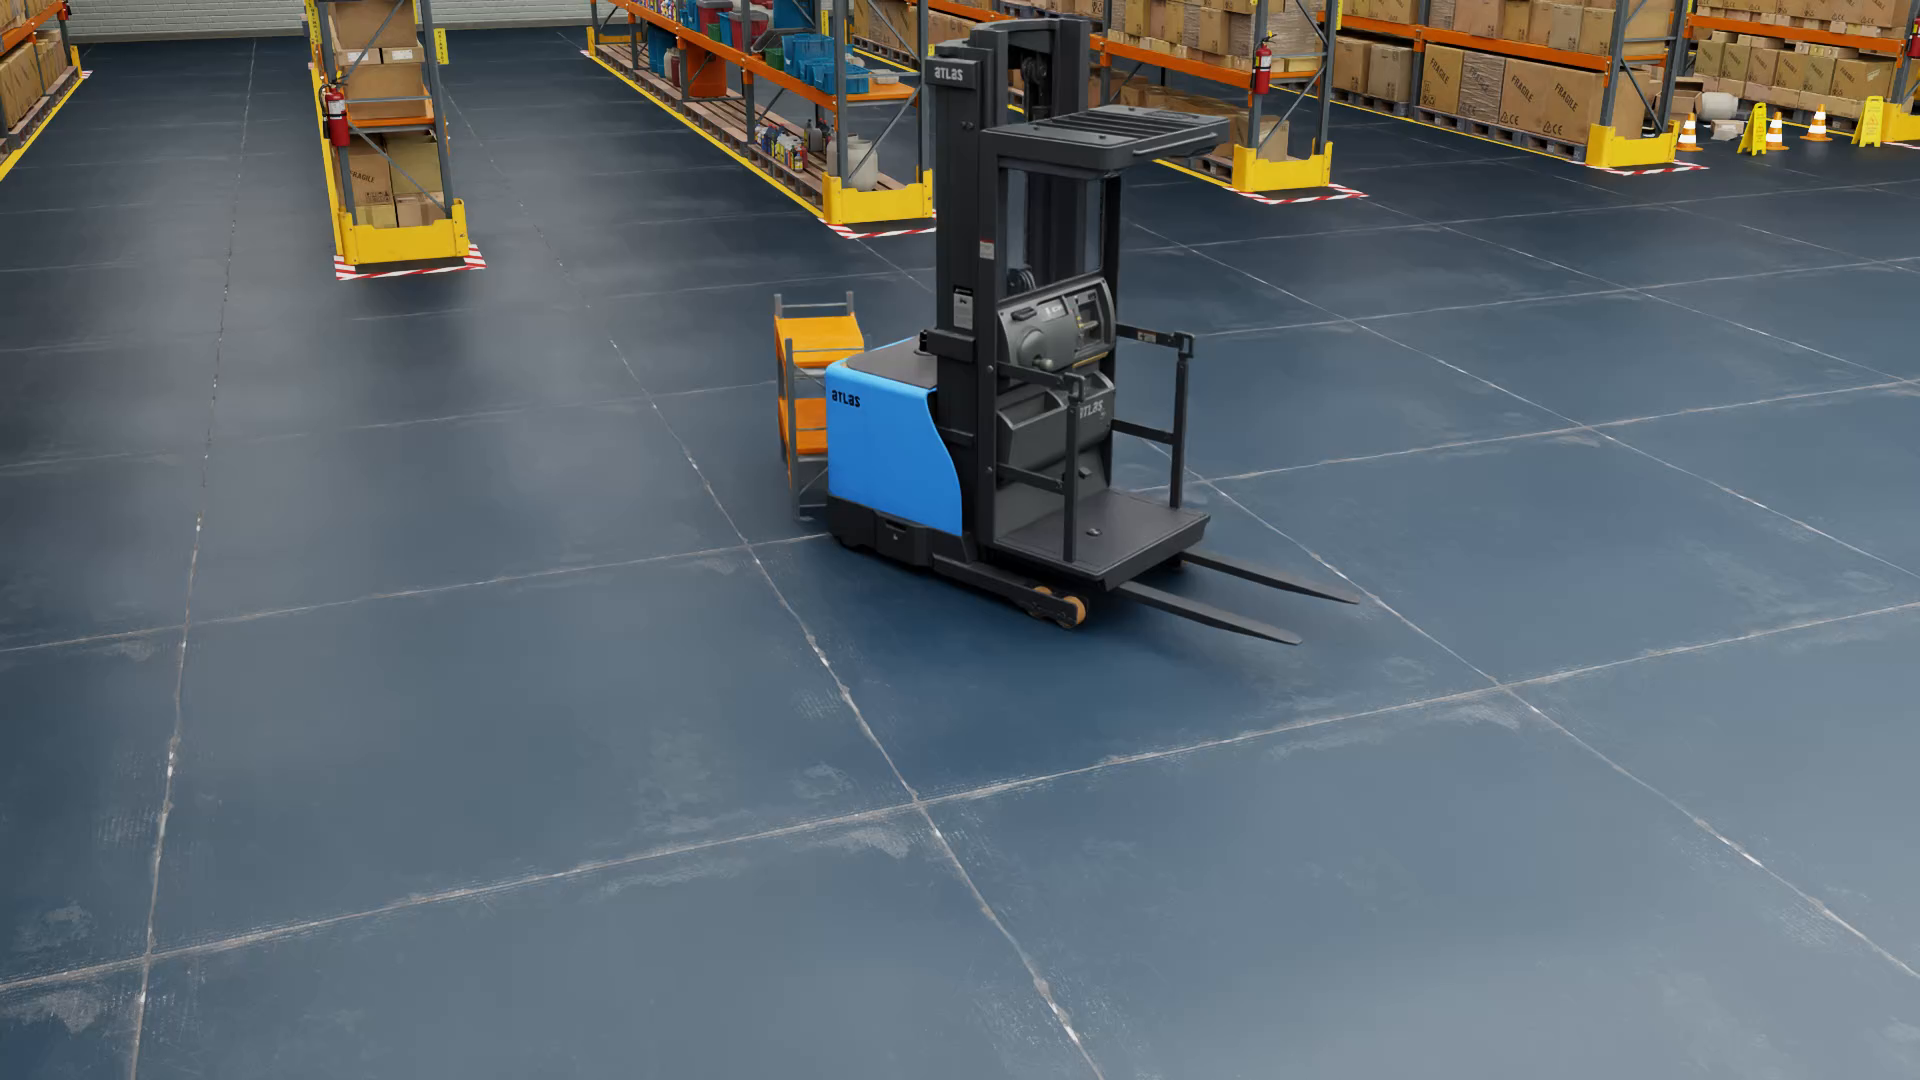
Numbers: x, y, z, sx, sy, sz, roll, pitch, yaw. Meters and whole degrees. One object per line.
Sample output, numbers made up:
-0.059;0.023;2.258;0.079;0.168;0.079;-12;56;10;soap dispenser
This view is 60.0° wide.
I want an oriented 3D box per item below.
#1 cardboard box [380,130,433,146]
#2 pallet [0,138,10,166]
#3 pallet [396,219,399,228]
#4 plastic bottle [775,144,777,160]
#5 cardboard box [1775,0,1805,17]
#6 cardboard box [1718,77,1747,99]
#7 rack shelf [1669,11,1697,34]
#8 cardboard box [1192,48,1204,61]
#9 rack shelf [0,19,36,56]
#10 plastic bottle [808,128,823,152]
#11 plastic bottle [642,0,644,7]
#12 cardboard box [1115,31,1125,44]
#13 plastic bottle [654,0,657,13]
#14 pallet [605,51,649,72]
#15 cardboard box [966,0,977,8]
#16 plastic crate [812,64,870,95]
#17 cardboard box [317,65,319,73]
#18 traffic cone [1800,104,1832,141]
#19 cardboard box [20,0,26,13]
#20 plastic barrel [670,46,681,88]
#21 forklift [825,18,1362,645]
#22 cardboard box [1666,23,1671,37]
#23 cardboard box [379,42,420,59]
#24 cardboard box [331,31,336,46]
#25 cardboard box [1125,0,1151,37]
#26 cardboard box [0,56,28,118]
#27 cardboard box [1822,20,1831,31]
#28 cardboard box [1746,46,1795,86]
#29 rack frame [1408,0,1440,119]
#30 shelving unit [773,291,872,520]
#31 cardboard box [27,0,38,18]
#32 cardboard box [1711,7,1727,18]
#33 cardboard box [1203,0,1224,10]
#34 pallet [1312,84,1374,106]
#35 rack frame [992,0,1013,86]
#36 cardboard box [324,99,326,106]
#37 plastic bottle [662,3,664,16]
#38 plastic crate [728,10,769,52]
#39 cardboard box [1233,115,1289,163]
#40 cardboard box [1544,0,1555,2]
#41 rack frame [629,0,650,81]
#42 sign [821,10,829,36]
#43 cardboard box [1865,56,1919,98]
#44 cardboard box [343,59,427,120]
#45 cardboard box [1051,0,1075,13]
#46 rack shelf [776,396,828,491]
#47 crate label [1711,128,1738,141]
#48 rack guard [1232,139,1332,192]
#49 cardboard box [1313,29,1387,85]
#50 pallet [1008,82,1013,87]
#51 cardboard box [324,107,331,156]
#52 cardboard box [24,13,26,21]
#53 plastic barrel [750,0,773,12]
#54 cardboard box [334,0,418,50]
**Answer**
-5.800;-4.040;17.507;0.500;0.500;0.500;-8;24;-19;cardboard box
-12.636;-4.838;20.956;1.003;0.211;1.213;-8;24;-19;pallet
-5.760;-3.168;16.995;1.003;0.211;1.213;-8;24;-19;pallet
-2.187;-4.701;20.078;0.097;0.201;0.097;0;23;0;plastic bottle
12.132;-7.793;23.865;0.500;0.500;0.500;-8;24;-18;cardboard box
11.831;-6.835;25.103;0.500;0.250;0.500;-7;24;-16;cardboard box
10.969;-8.747;27.568;1.077;0.370;4.000;-8;24;-19;rack shelf
3.067;-5.950;20.329;0.380;0.149;0.250;-8;24;-19;cardboard box
-13.617;-6.802;22.953;1.077;0.370;4.000;-8;24;-19;rack shelf
-1.794;-4.967;20.612;0.152;0.276;0.135;-8;24;-19;plastic bottle
-5.069;-8.693;26.769;0.097;0.201;0.097;0;23;0;plastic bottle
2.275;-6.665;22.024;0.380;0.149;0.250;-8;24;-19;cardboard box
-4.700;-8.332;25.806;0.061;0.283;0.133;-8;24;-19;plastic bottle
-5.786;-8.640;29.978;1.003;0.211;1.213;-8;24;-19;pallet
0.415;-8.819;26.683;0.500;0.500;0.500;-9;24;-19;cardboard box
-1.273;-4.932;17.780;0.499;0.251;0.616;-8;24;-19;plastic crate
-10.346;-7.726;27.324;0.380;0.149;0.250;-8;24;-19;cardboard box
11.730;-5.709;22.699;0.336;0.463;0.334;-8;24;-19;traffic cone
-13.924;-7.919;24.140;0.500;0.500;0.500;-9;24;-20;cardboard box
-4.230;-7.434;26.090;0.600;0.588;0.708;-8;24;-19;plastic barrel
0.677;-1.122;8.638;3.031;2.935;1.130;18;29;36;forklift
13.999;-10.213;32.796;0.500;0.500;0.500;-9;25;-21;cardboard box
-5.484;-4.794;16.298;0.380;0.149;0.250;-9;24;-20;cardboard box
-6.314;-5.202;17.266;0.380;0.149;0.250;-9;24;-20;cardboard box
2.650;-6.817;21.550;0.875;0.500;0.500;-8;24;-19;cardboard box
-13.351;-6.214;22.859;0.750;0.750;0.750;-8;24;-19;cardboard box
12.415;-7.264;23.446;0.380;0.149;0.250;-8;24;-18;cardboard box
12.013;-6.991;24.509;0.500;0.500;0.500;-7;24;-16;cardboard box
7.081;-7.636;24.005;1.000;3.000;0.127;-8;24;-19;rack frame
-0.848;-0.856;10.334;0.538;1.125;1.048;-4;23;-9;shelving unit
-14.500;-8.198;24.952;0.980;0.700;0.700;-8;24;-18;cardboard box
11.625;-7.993;25.176;0.380;0.149;0.250;-8;24;-17;cardboard box
3.210;-6.530;19.581;0.500;0.500;0.500;-8;24;-19;cardboard box
6.303;-7.065;26.241;1.003;0.211;1.213;-8;24;-19;pallet
0.992;-8.446;25.926;1.000;3.000;0.127;-8;24;-19;rack frame
-7.813;-5.480;21.167;0.500;0.311;0.500;-9;24;-20;cardboard box
-4.495;-8.104;25.370;0.097;0.201;0.097;0;23;0;plastic bottle
-2.686;-6.476;21.171;0.402;0.464;0.583;-8;24;-19;plastic crate
3.613;-4.810;19.977;0.500;0.500;0.500;-4;23;-9;cardboard box
8.048;-7.299;21.622;0.875;0.550;0.550;-8;24;-19;cardboard box
-5.055;-9.220;27.762;1.000;3.000;0.127;-8;24;-19;rack frame
-1.710;-6.512;20.981;0.100;0.325;0.005;-8;24;-19;sign
13.054;-6.510;23.368;0.500;0.500;0.500;-9;25;-21;cardboard box
-5.604;-4.399;16.195;0.700;0.500;0.500;-8;24;-19;cardboard box
1.706;-7.851;23.840;0.797;0.503;0.637;-6;24;-14;cardboard box
-0.848;-0.631;10.429;0.538;0.278;1.000;-4;23;-9;rack shelf
10.476;-5.560;22.765;0.298;0.136;0.250;18;29;36;crate label
3.791;-4.415;19.580;1.175;0.500;0.348;-8;24;-19;rack guard
6.110;-7.696;26.502;1.050;0.750;0.750;-8;24;-18;cardboard box
0.784;-7.458;27.172;1.003;0.211;1.213;-8;24;-19;pallet
-6.993;-4.695;19.061;0.500;0.500;0.500;-8;24;-19;cardboard box
-13.939;-7.670;24.383;0.380;0.149;0.250;-8;24;-18;cardboard box
-2.621;-7.020;22.368;0.433;0.535;0.433;0;23;0;plastic barrel
-5.623;-5.016;15.989;0.700;0.500;0.500;-8;24;-19;cardboard box
